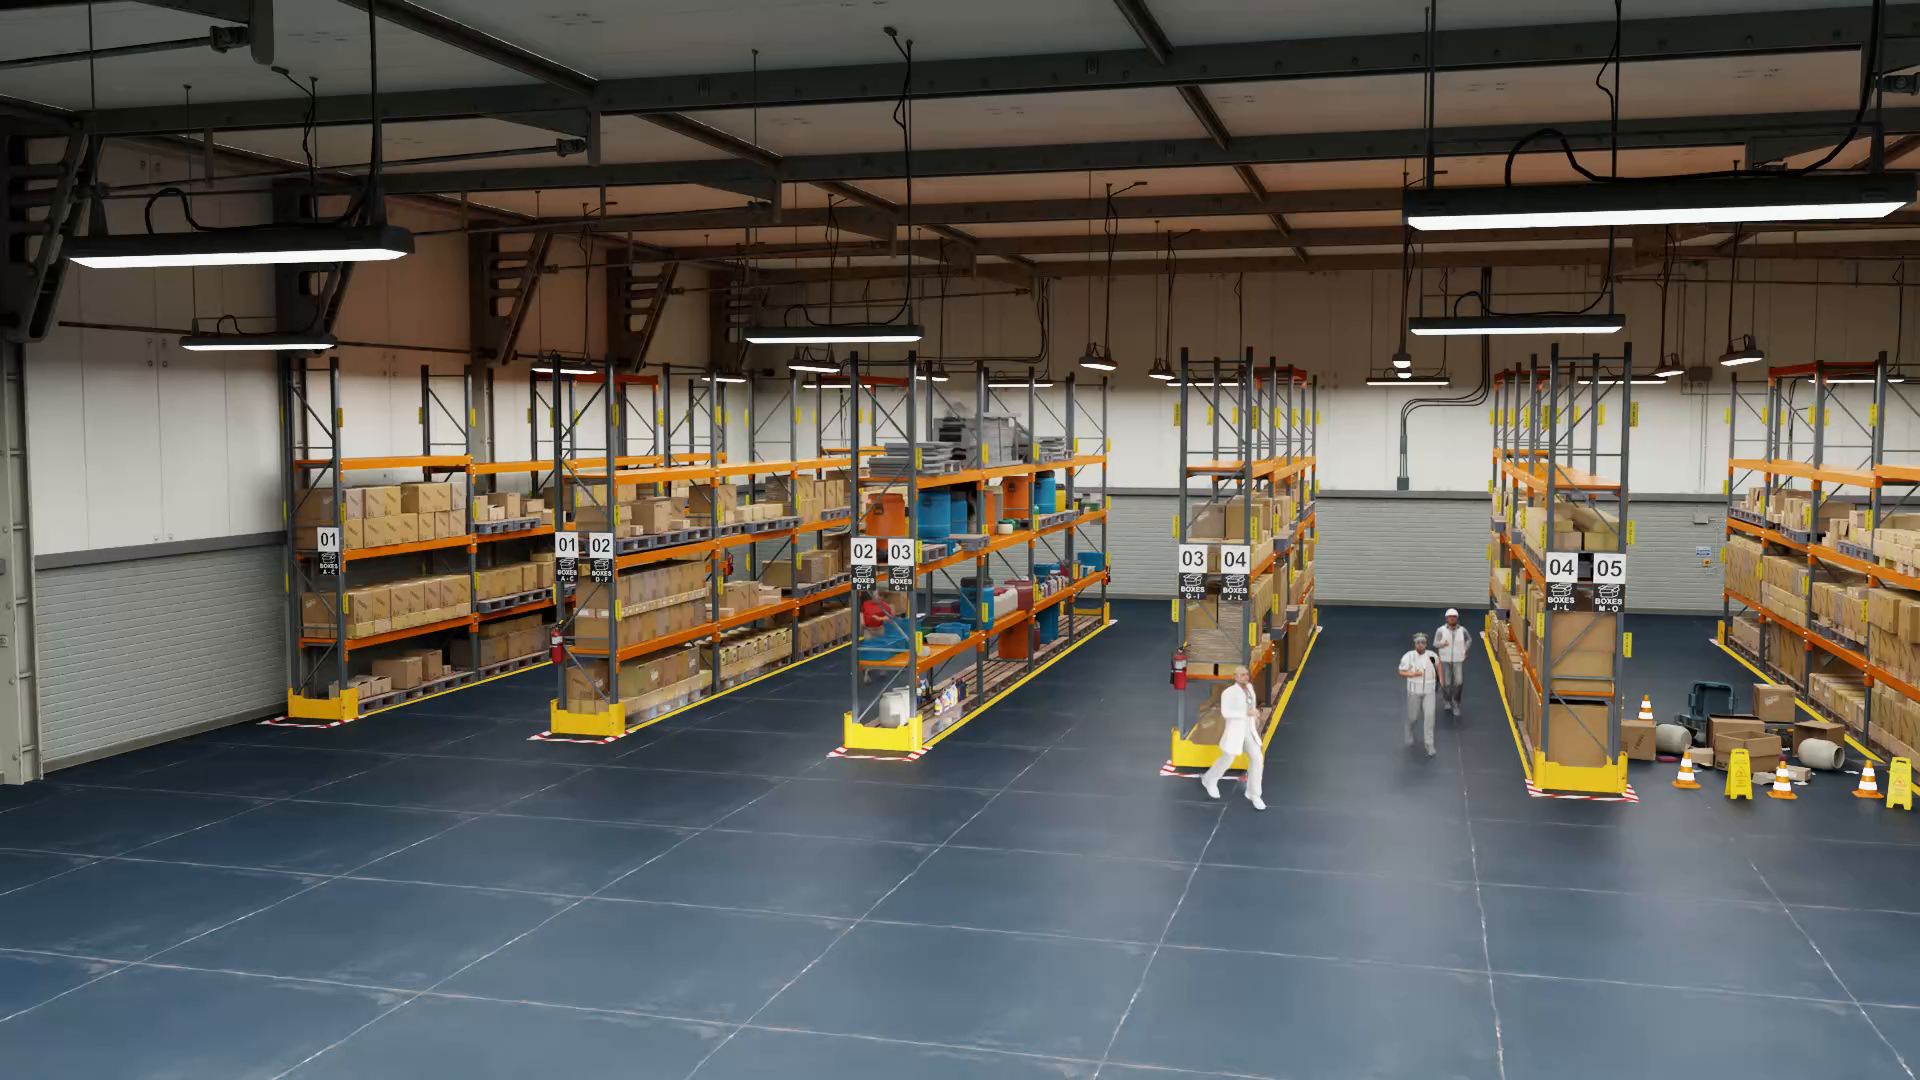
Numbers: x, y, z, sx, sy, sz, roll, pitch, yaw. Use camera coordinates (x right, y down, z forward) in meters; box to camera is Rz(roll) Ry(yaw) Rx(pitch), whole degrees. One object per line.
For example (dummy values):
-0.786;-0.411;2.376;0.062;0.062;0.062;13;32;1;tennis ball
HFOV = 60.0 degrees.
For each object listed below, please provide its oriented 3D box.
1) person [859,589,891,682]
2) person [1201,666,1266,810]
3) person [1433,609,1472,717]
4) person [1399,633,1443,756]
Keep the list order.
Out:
-1.623;1.794;31.715;0.658;1.725;0.941;1;4;8;person
3.600;2.535;21.551;0.728;1.834;0.945;-3;5;-33;person
8.299;2.065;28.040;0.637;1.814;0.711;1;4;15;person
6.926;2.269;24.936;0.669;1.762;1.042;0;4;7;person
